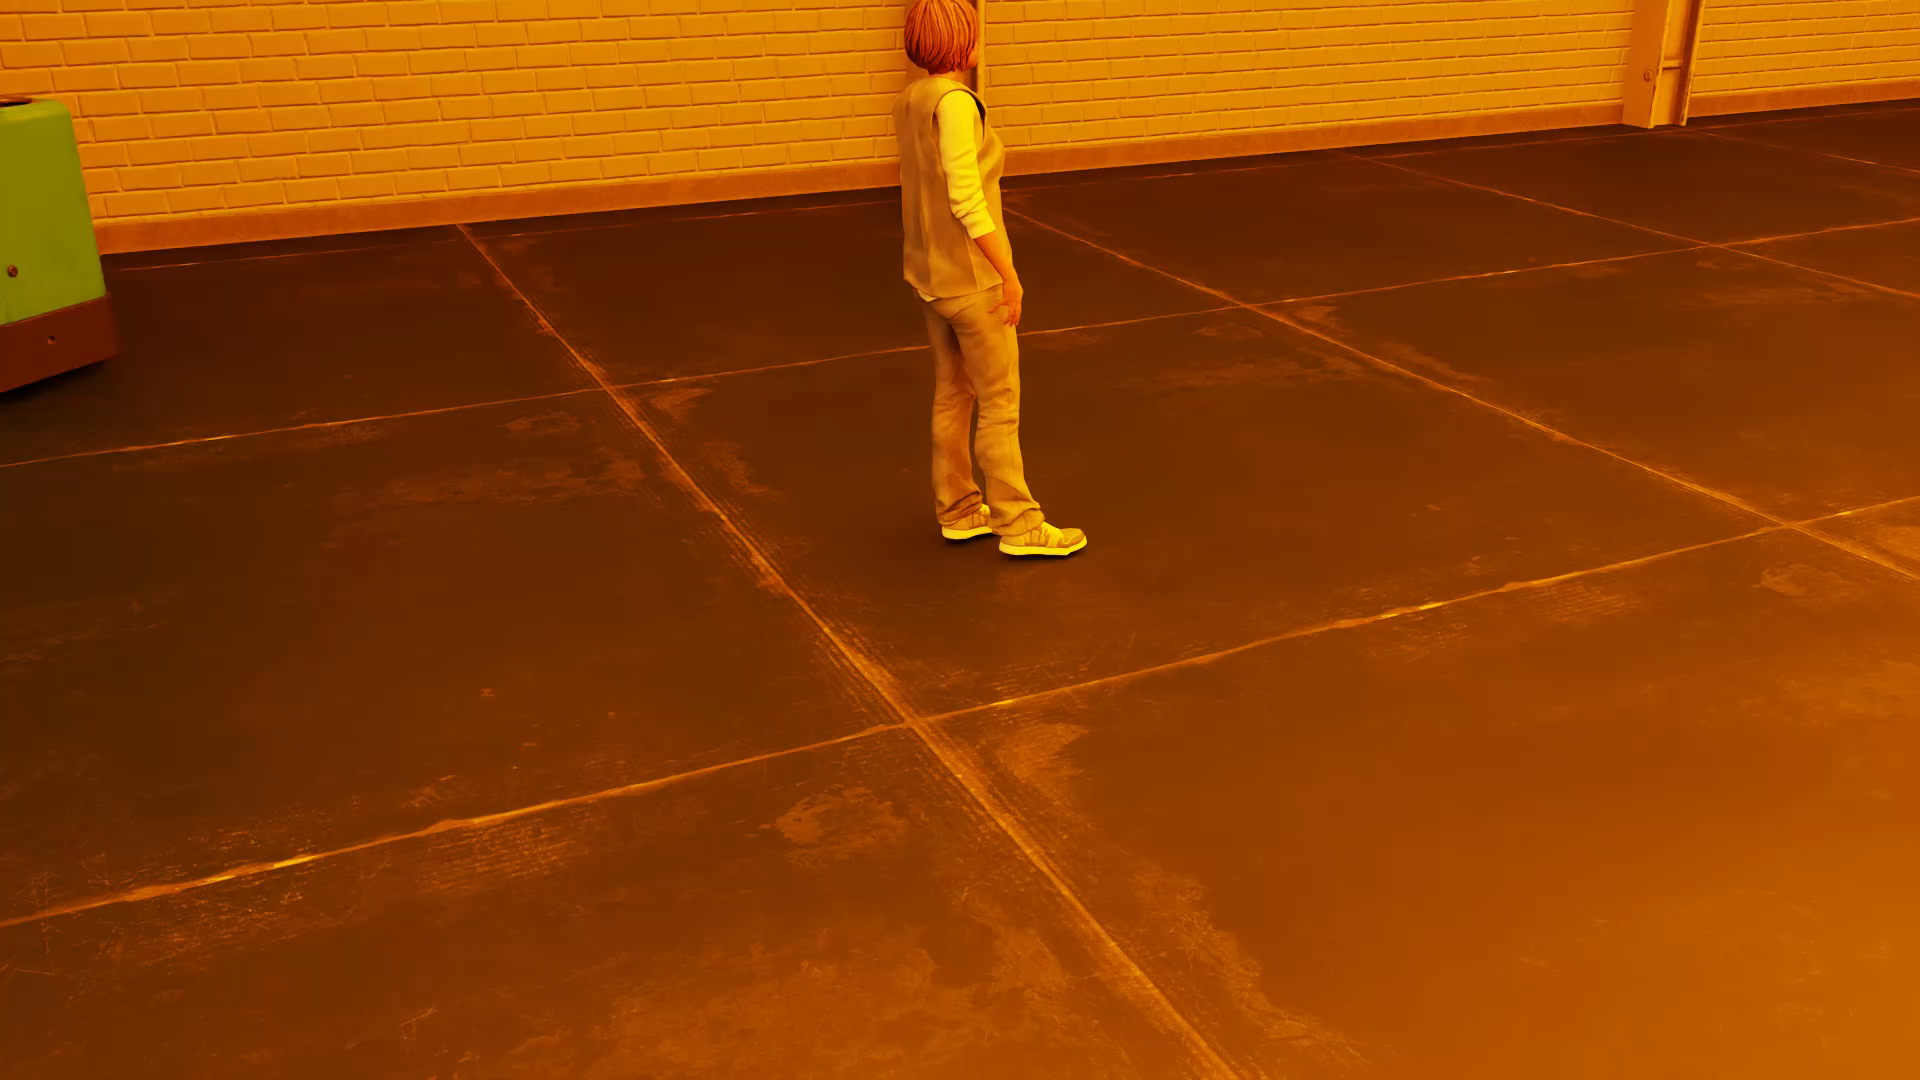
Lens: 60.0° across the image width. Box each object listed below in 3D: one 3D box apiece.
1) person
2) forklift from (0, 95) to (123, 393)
[{"bbox_3d":[0.073,-0.751,4.814,0.475,1.597,0.520,-10,25,-23],"label":"person"},{"bbox_3d":[-4.970,-2.091,6.320,3.031,2.935,1.130,9,24,20],"label":"forklift"}]
